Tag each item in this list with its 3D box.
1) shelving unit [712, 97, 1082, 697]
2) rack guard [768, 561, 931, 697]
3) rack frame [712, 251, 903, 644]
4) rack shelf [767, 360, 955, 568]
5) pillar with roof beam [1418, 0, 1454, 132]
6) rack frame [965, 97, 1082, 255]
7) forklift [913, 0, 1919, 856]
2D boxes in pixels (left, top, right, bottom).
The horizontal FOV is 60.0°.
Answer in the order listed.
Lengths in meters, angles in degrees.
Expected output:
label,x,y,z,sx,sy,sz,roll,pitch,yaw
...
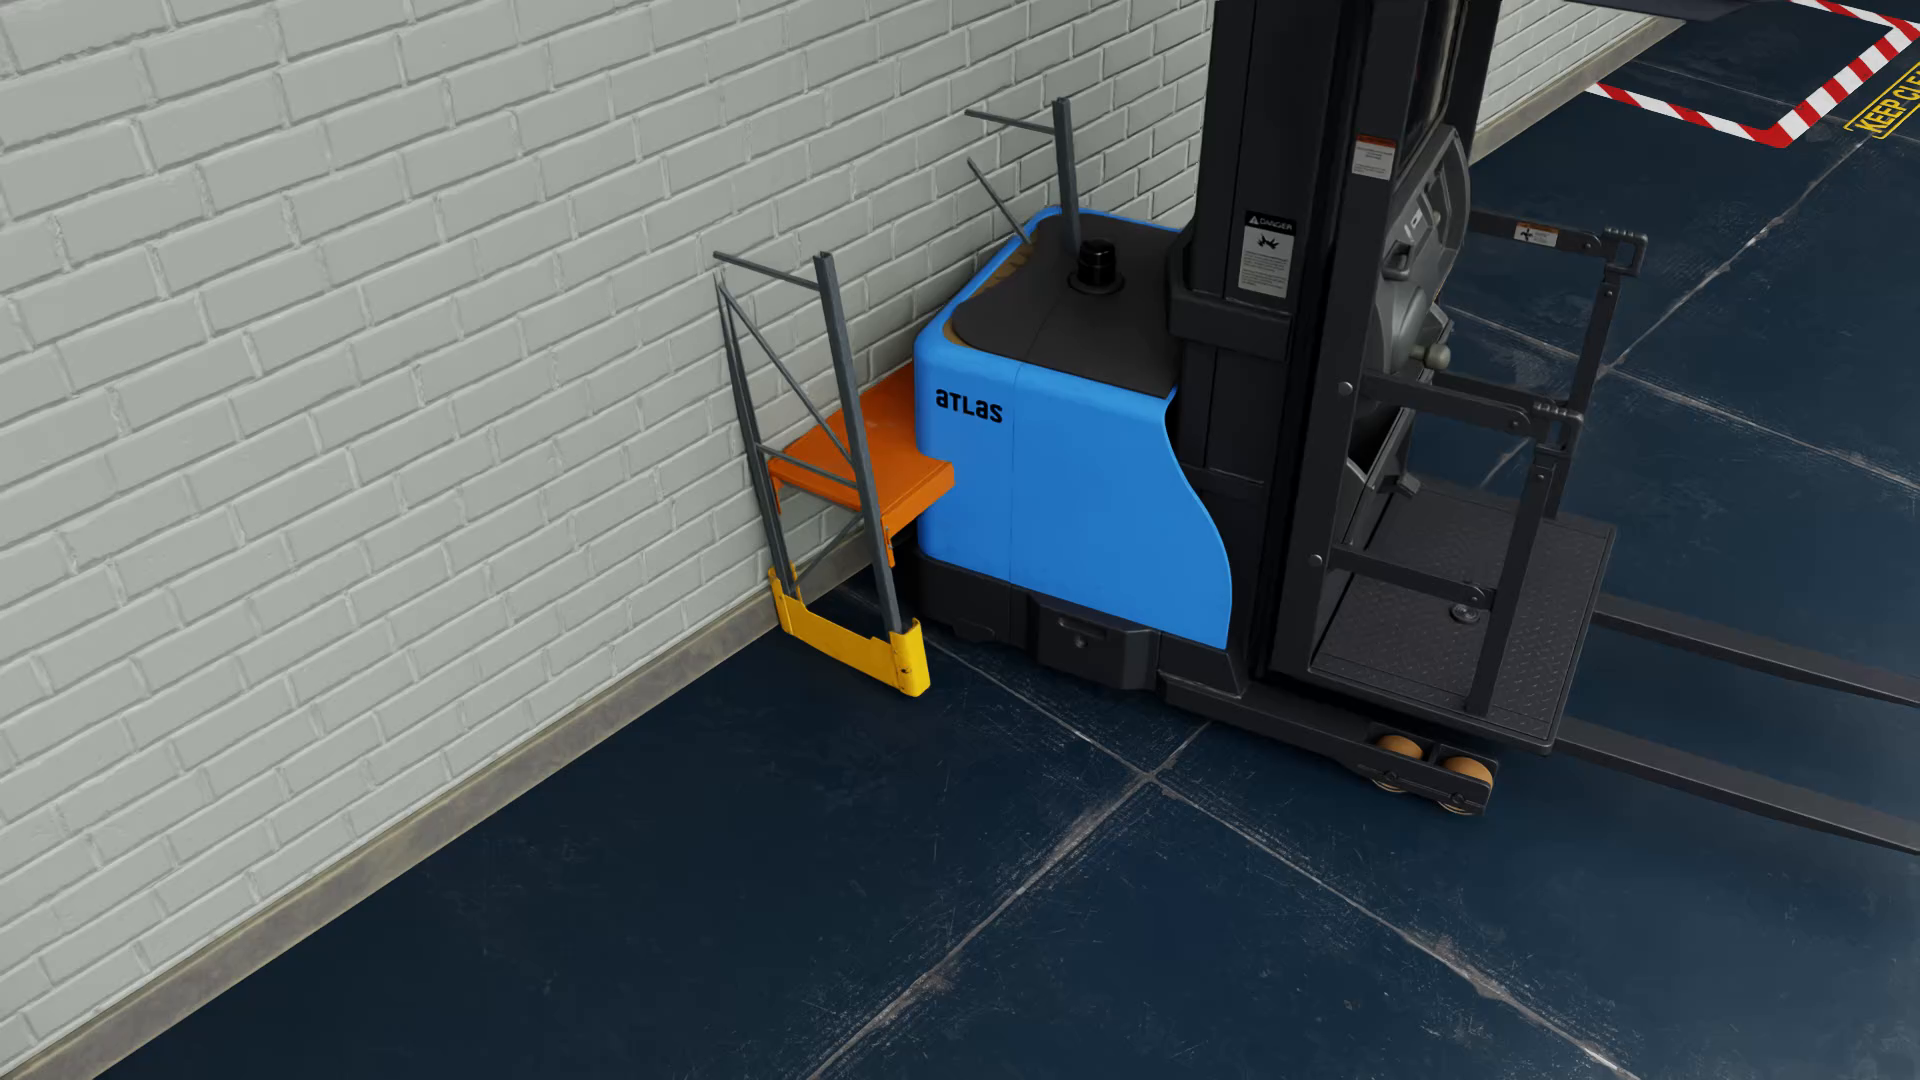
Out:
label,x,y,z,sx,sy,sz,roll,pitch,yaw
shelving unit,-0.110,-0.484,5.089,0.587,1.500,1.083,22,47,34
rack guard,-0.349,0.272,5.190,0.587,0.250,0.087,22,47,34
rack frame,-0.435,-0.207,4.797,0.500,1.500,0.032,22,47,34
rack shelf,-0.095,-0.339,5.194,0.538,0.185,1.000,22,47,34
pillar with roof beam,4.882,-2.895,2.160,9.100,9.000,0.400,30,47,32
rack frame,0.203,-0.752,5.371,0.500,1.500,0.032,22,47,34
forklift,1.404,-0.741,4.328,3.031,2.935,1.130,17,42,20
